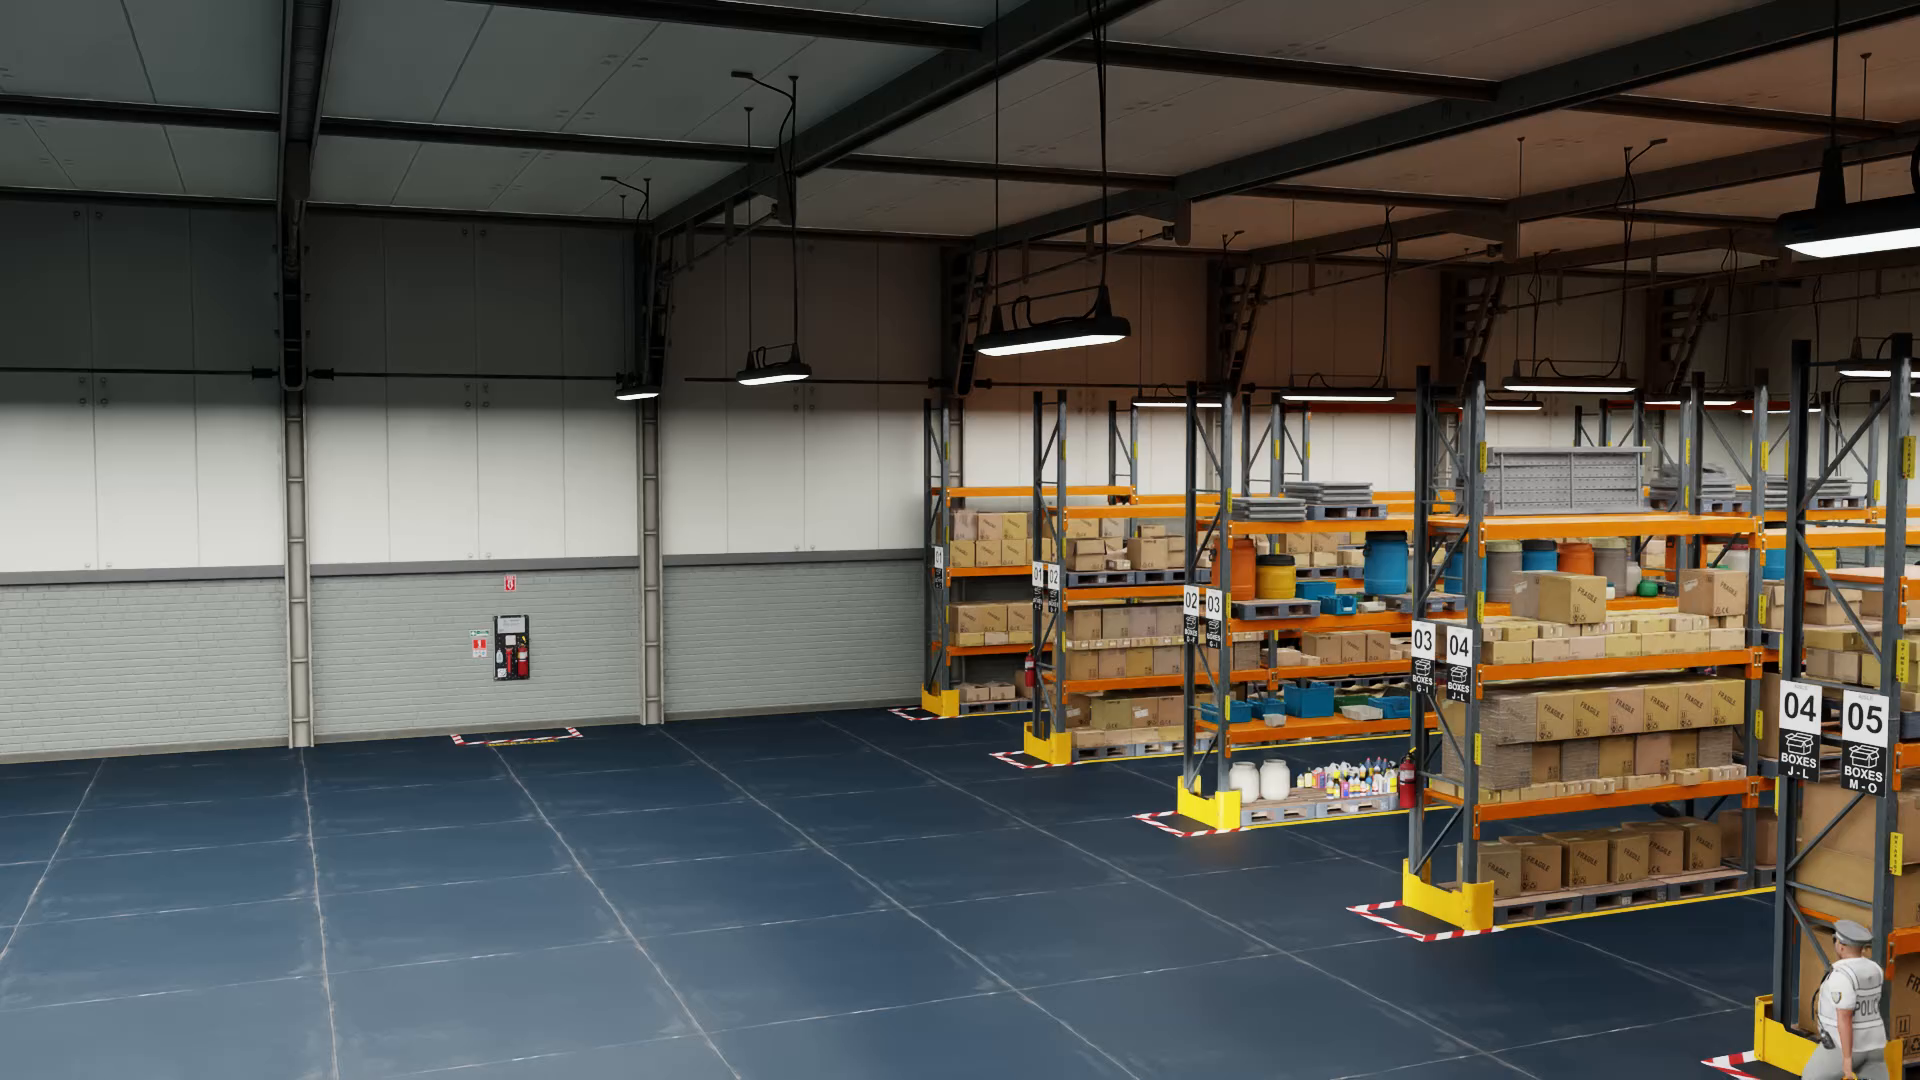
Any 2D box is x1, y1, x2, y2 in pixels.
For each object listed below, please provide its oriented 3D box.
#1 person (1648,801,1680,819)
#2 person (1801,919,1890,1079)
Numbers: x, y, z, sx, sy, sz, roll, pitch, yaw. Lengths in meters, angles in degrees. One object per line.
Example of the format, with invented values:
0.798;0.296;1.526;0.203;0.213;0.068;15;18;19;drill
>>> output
9.212;3.108;21.662;0.723;1.568;0.631;-1;3;-14;person
6.384;3.586;11.979;0.566;1.705;1.106;-1;4;-20;person
